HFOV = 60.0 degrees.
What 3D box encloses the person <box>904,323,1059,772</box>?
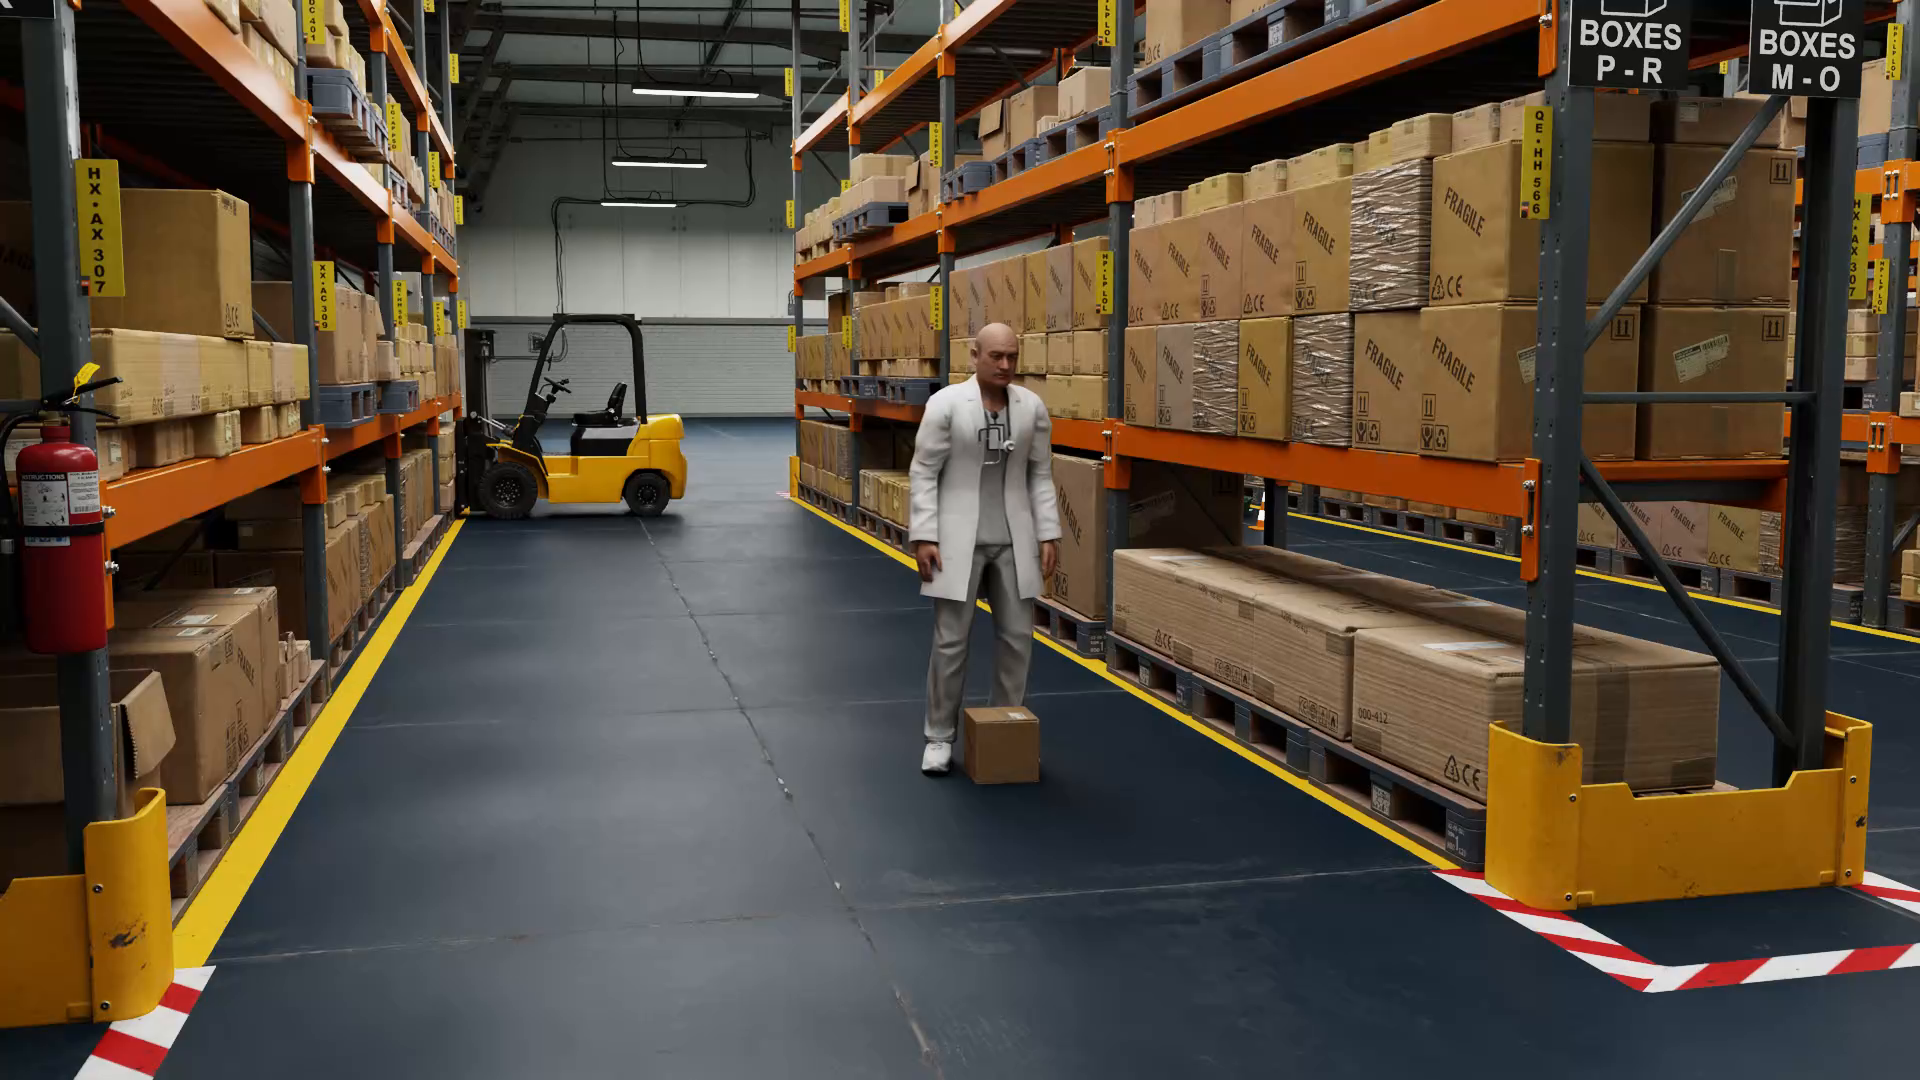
[{"bbox_3d":[0.088,0.111,6.695,0.640,1.591,0.422,-2,6,-15],"label":"person"}]
